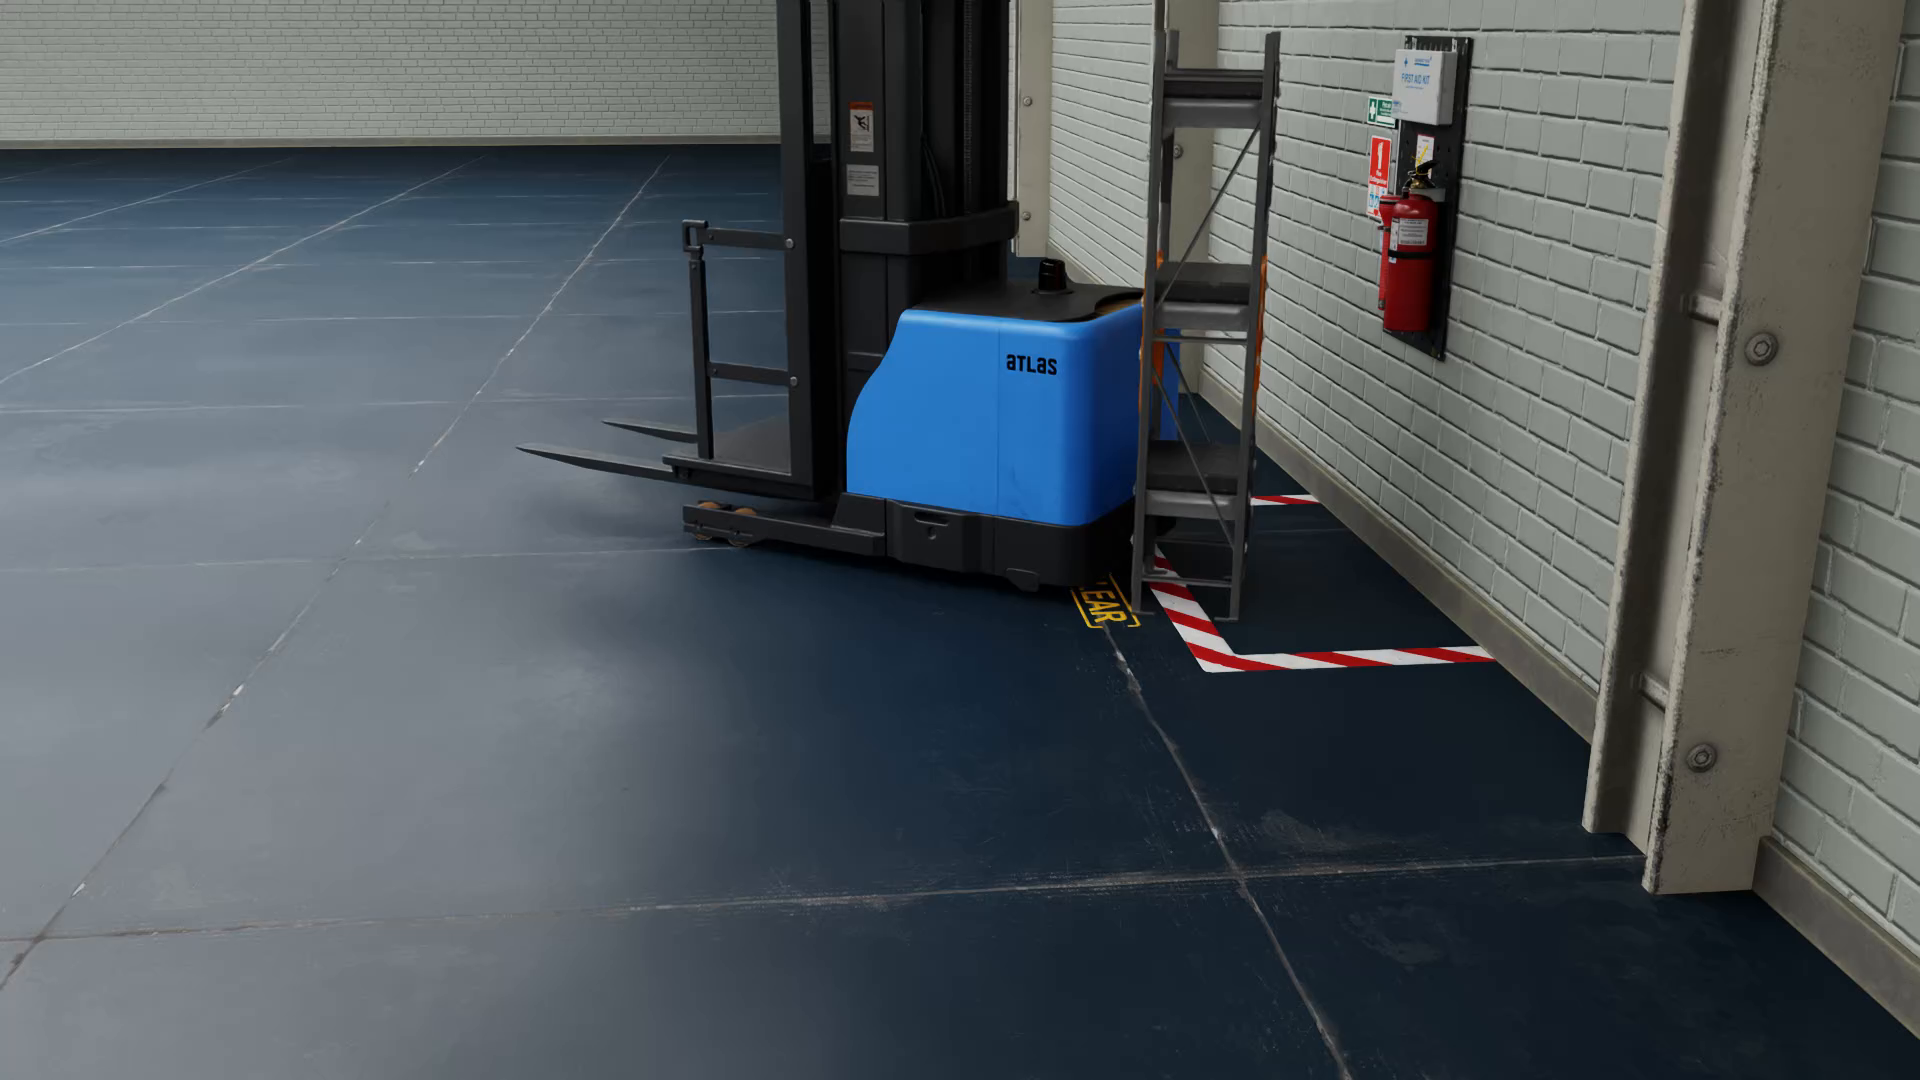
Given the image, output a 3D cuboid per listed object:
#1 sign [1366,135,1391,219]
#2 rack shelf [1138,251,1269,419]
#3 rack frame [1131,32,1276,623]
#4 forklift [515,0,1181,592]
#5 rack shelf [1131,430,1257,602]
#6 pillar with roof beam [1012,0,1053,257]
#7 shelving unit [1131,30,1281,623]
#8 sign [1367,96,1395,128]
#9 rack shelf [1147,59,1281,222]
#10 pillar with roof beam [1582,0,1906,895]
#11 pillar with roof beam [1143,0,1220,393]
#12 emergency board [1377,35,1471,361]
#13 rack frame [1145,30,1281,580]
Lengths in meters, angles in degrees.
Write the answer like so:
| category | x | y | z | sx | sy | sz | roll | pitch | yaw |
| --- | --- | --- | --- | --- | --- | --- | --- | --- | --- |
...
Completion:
| category | x | y | z | sx | sy | sz | roll | pitch | yaw |
| --- | --- | --- | --- | --- | --- | --- | --- | --- | --- |
| sign | 1.739 | -1.506 | 6.907 | 0.001 | 0.329 | 0.234 | -2 | 18 | -6 |
| rack shelf | 0.903 | -0.767 | 6.144 | 0.431 | 0.518 | 0.480 | 4 | 18 | 11 |
| rack frame | 0.851 | -0.706 | 5.913 | 0.400 | 2.100 | 0.015 | 4 | 18 | 11 |
| forklift | -0.611 | -1.494 | 7.043 | 3.031 | 2.935 | 1.130 | 9 | 20 | 27 |
| rack shelf | 0.897 | -0.101 | 6.361 | 0.431 | 0.518 | 0.480 | 4 | 18 | 11 |
| pillar with roof beam | -3.610 | -6.888 | 14.094 | 9.100 | 9.000 | 0.400 | -2 | 18 | -6 |
| shelving unit | 0.903 | -0.780 | 6.140 | 0.431 | 2.100 | 0.503 | 4 | 18 | 11 |
| sign | 1.730 | -1.757 | 6.822 | 0.001 | 0.109 | 0.331 | -2 | 18 | -6 |
| rack shelf | 0.909 | -1.432 | 5.927 | 0.431 | 0.518 | 0.480 | 4 | 18 | 11 |
| pillar with roof beam | -2.372 | -3.313 | 2.706 | 9.100 | 9.000 | 0.400 | -2 | 18 | -6 |
| pillar with roof beam | -2.991 | -5.101 | 8.400 | 9.100 | 9.000 | 0.400 | -2 | 18 | -6 |
| emergency board | 1.693 | -1.321 | 6.377 | 0.194 | 1.169 | 0.643 | -2 | 18 | -6 |
| rack frame | 0.954 | -0.853 | 6.367 | 0.400 | 2.100 | 0.015 | 4 | 18 | 11 |
